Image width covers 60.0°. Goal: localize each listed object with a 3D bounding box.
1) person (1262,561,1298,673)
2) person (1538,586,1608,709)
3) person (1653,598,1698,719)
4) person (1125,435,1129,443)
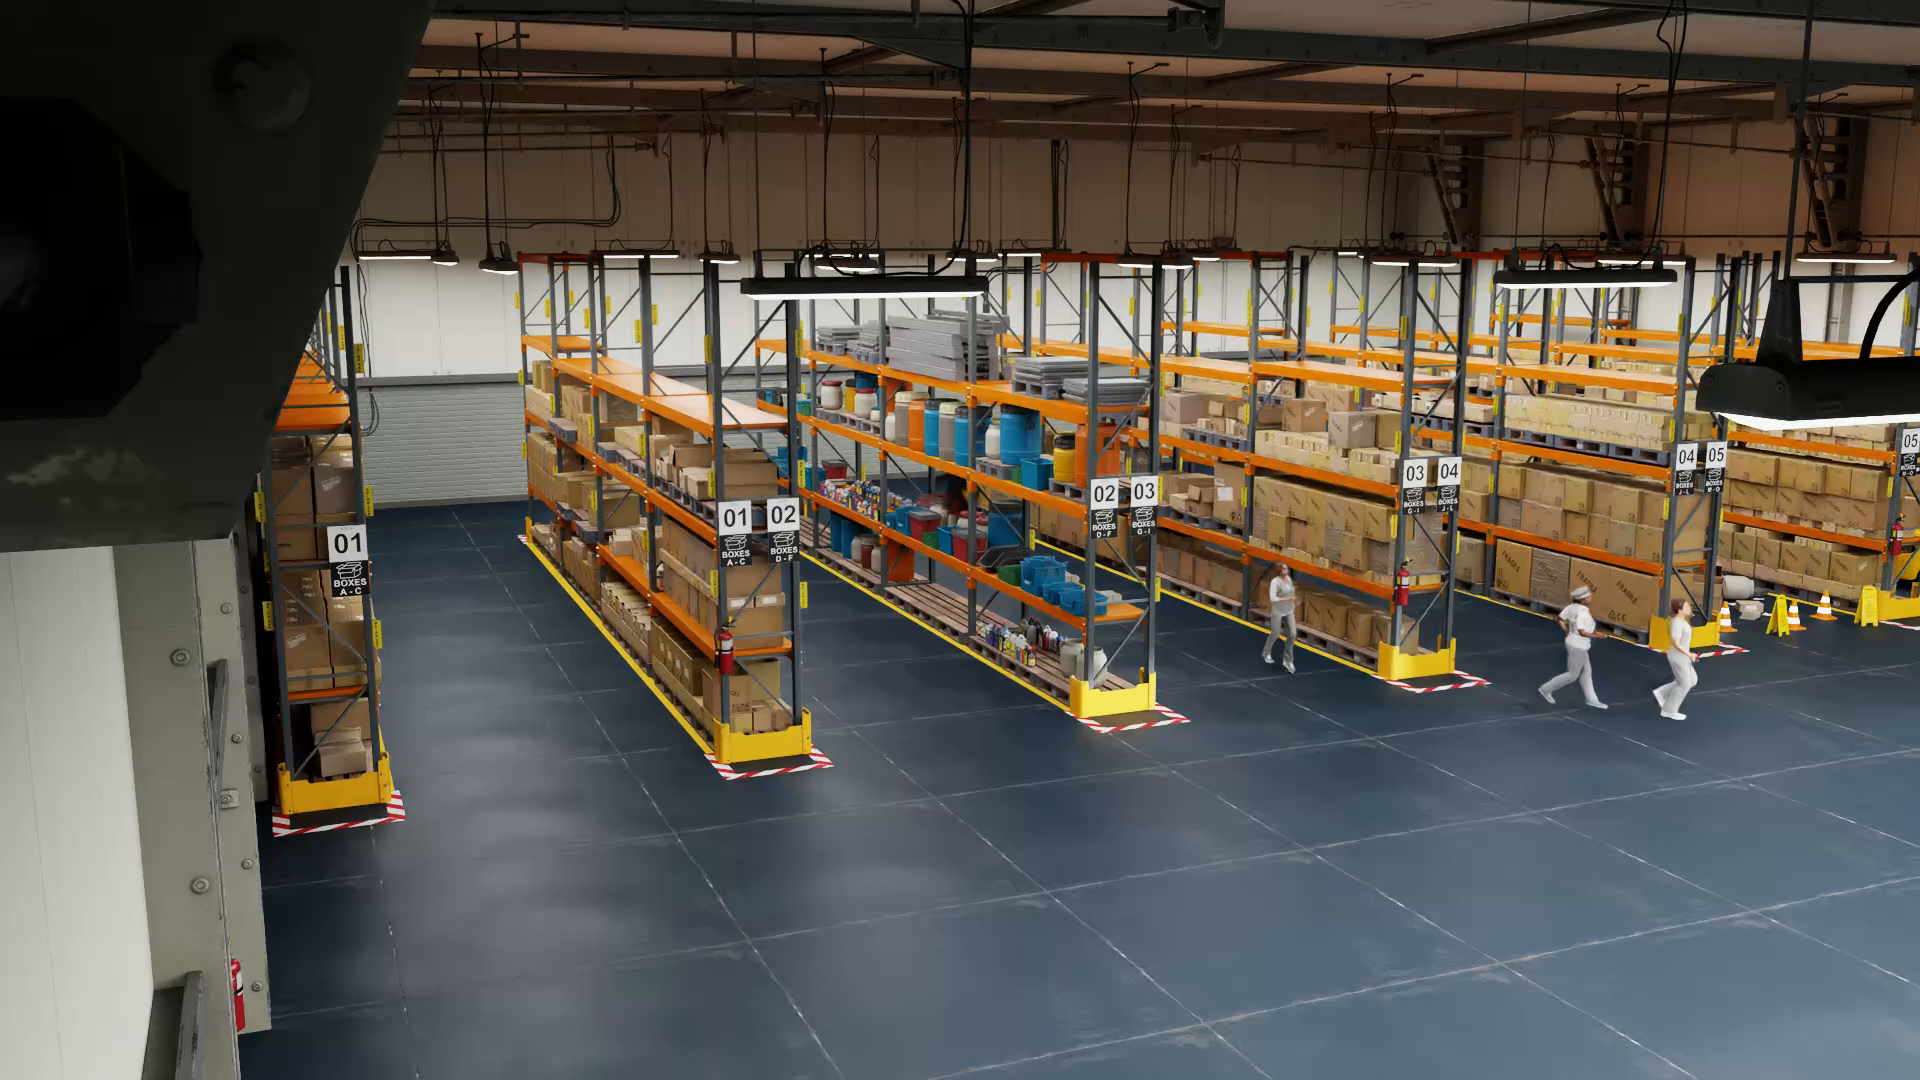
[{"bbox_3d":[4.724,1.114,24.489,0.506,1.643,0.696,-5,12,-26],"label":"person"},{"bbox_3d":[8.292,1.449,22.375,0.940,1.697,0.580,1,10,8],"label":"person"},{"bbox_3d":[9.496,1.565,22.003,0.535,1.630,0.571,4,11,21],"label":"person"},{"bbox_3d":[3.861,-1.634,39.155,0.731,1.820,0.818,-3,11,-16],"label":"person"}]
